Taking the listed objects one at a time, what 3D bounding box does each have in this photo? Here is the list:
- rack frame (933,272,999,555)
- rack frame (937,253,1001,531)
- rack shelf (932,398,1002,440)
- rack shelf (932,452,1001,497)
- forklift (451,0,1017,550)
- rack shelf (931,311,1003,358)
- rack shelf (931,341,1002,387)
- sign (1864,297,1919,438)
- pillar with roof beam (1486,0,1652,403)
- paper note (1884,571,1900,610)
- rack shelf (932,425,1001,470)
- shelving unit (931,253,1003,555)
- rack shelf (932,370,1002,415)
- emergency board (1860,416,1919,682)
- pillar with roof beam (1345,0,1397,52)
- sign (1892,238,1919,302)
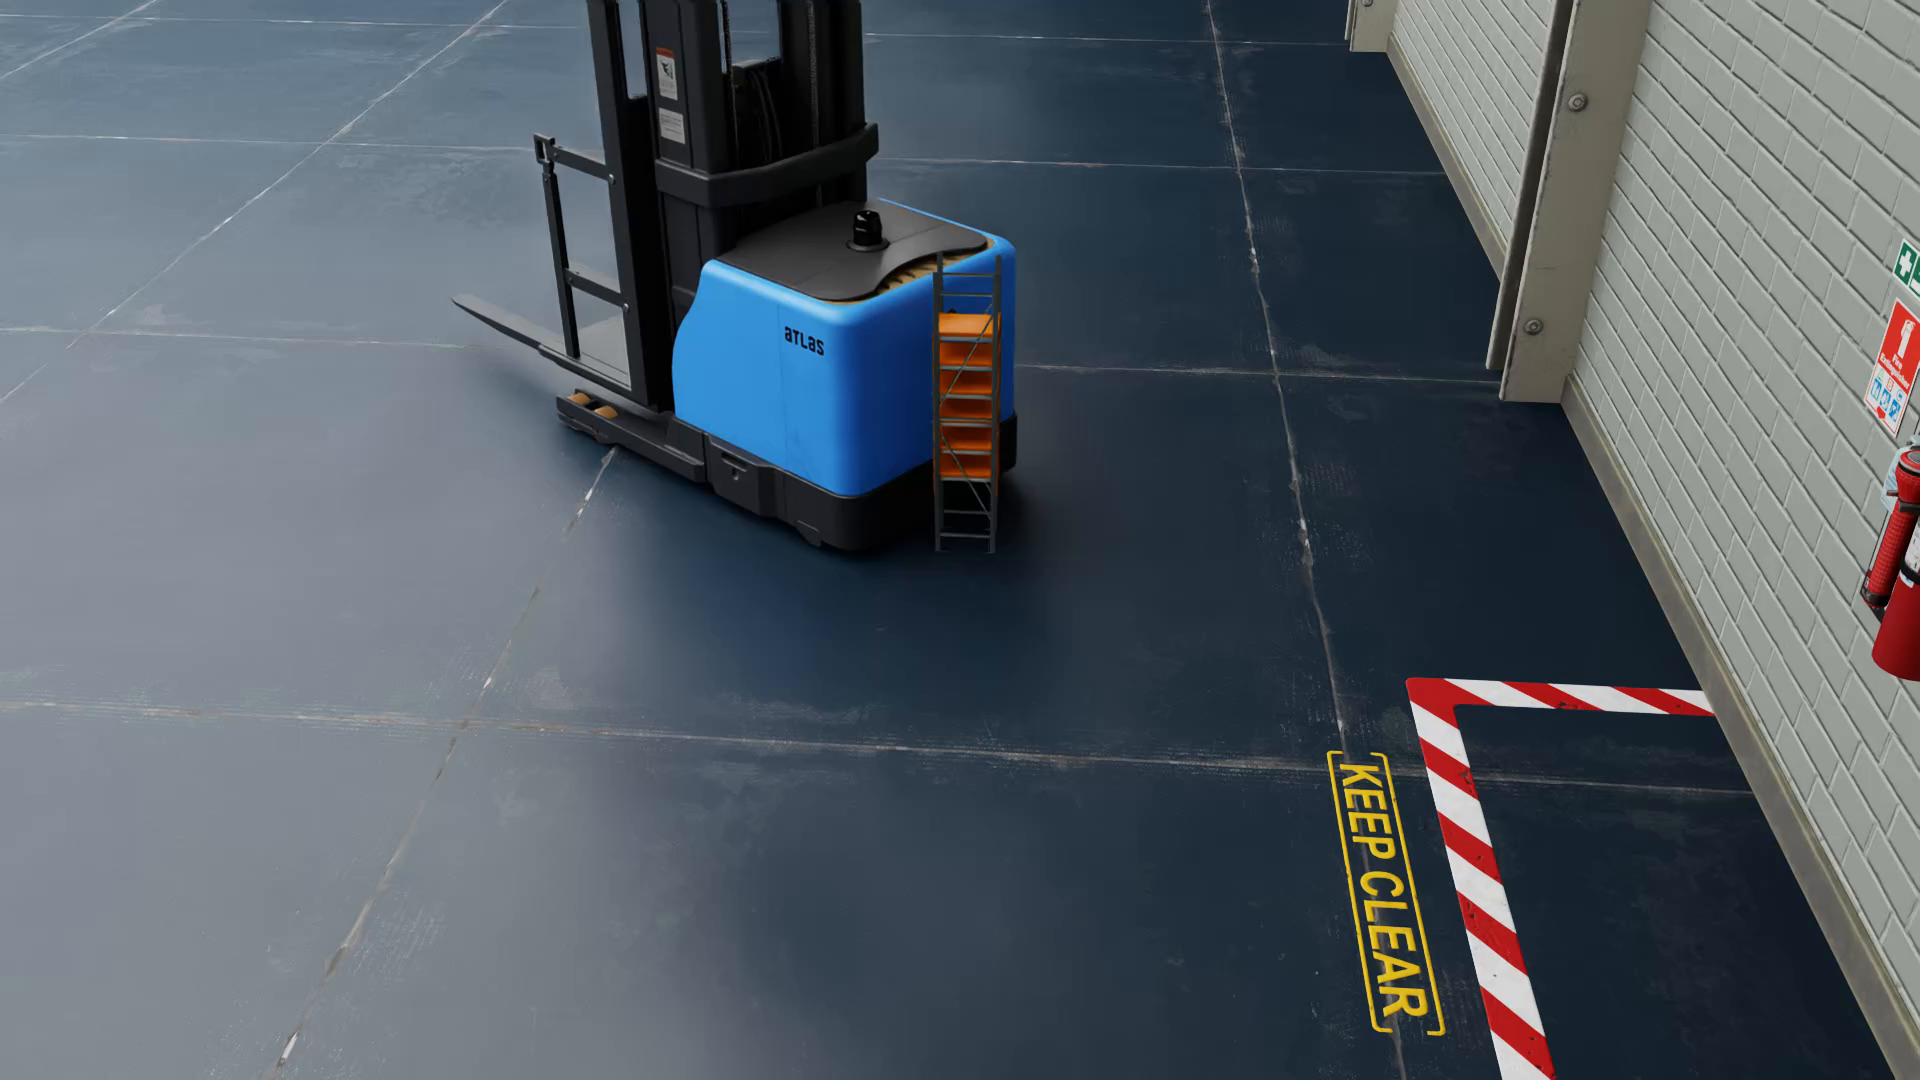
[{"bbox_3d":[0.021,-0.459,6.350,0.240,1.200,0.006,2,32,4],"label":"rack frame"},{"bbox_3d":[0.034,-0.554,6.506,0.240,1.200,0.006,2,32,4],"label":"rack frame"},{"bbox_3d":[0.027,-0.469,6.451,0.258,0.103,0.180,2,32,4],"label":"rack shelf"},{"bbox_3d":[0.027,-0.264,6.577,0.258,0.103,0.180,2,32,4],"label":"rack shelf"},{"bbox_3d":[-1.189,-1.859,6.973,3.031,2.935,1.130,25,40,35],"label":"forklift"},{"bbox_3d":[0.028,-0.775,6.262,0.258,0.103,0.180,2,32,4],"label":"rack shelf"},{"bbox_3d":[0.028,-0.673,6.325,0.258,0.103,0.180,2,32,4],"label":"rack shelf"},{"bbox_3d":[2.610,-0.481,4.638,0.001,0.329,0.234,2,32,4],"label":"sign"},{"bbox_3d":[-1.579,-4.766,5.907,9.100,9.000,0.400,2,32,4],"label":"pillar with roof beam"},{"bbox_3d":[2.546,0.104,4.562,0.016,0.148,0.142,2,32,4],"label":"paper note"},{"bbox_3d":[0.027,-0.367,6.514,0.258,0.103,0.180,2,32,4],"label":"rack shelf"},{"bbox_3d":[0.027,-0.507,6.428,0.258,1.200,0.189,2,32,4],"label":"shelving unit"},{"bbox_3d":[0.027,-0.571,6.388,0.258,0.103,0.180,2,32,4],"label":"rack shelf"},{"bbox_3d":[2.463,-0.182,4.186,0.194,1.169,0.643,2,32,4],"label":"emergency board"},{"bbox_3d":[-1.090,-7.904,10.998,9.100,9.000,0.400,2,32,4],"label":"pillar with roof beam"},{"bbox_3d":[2.601,-0.705,4.496,0.001,0.109,0.331,2,32,4],"label":"sign"}]
